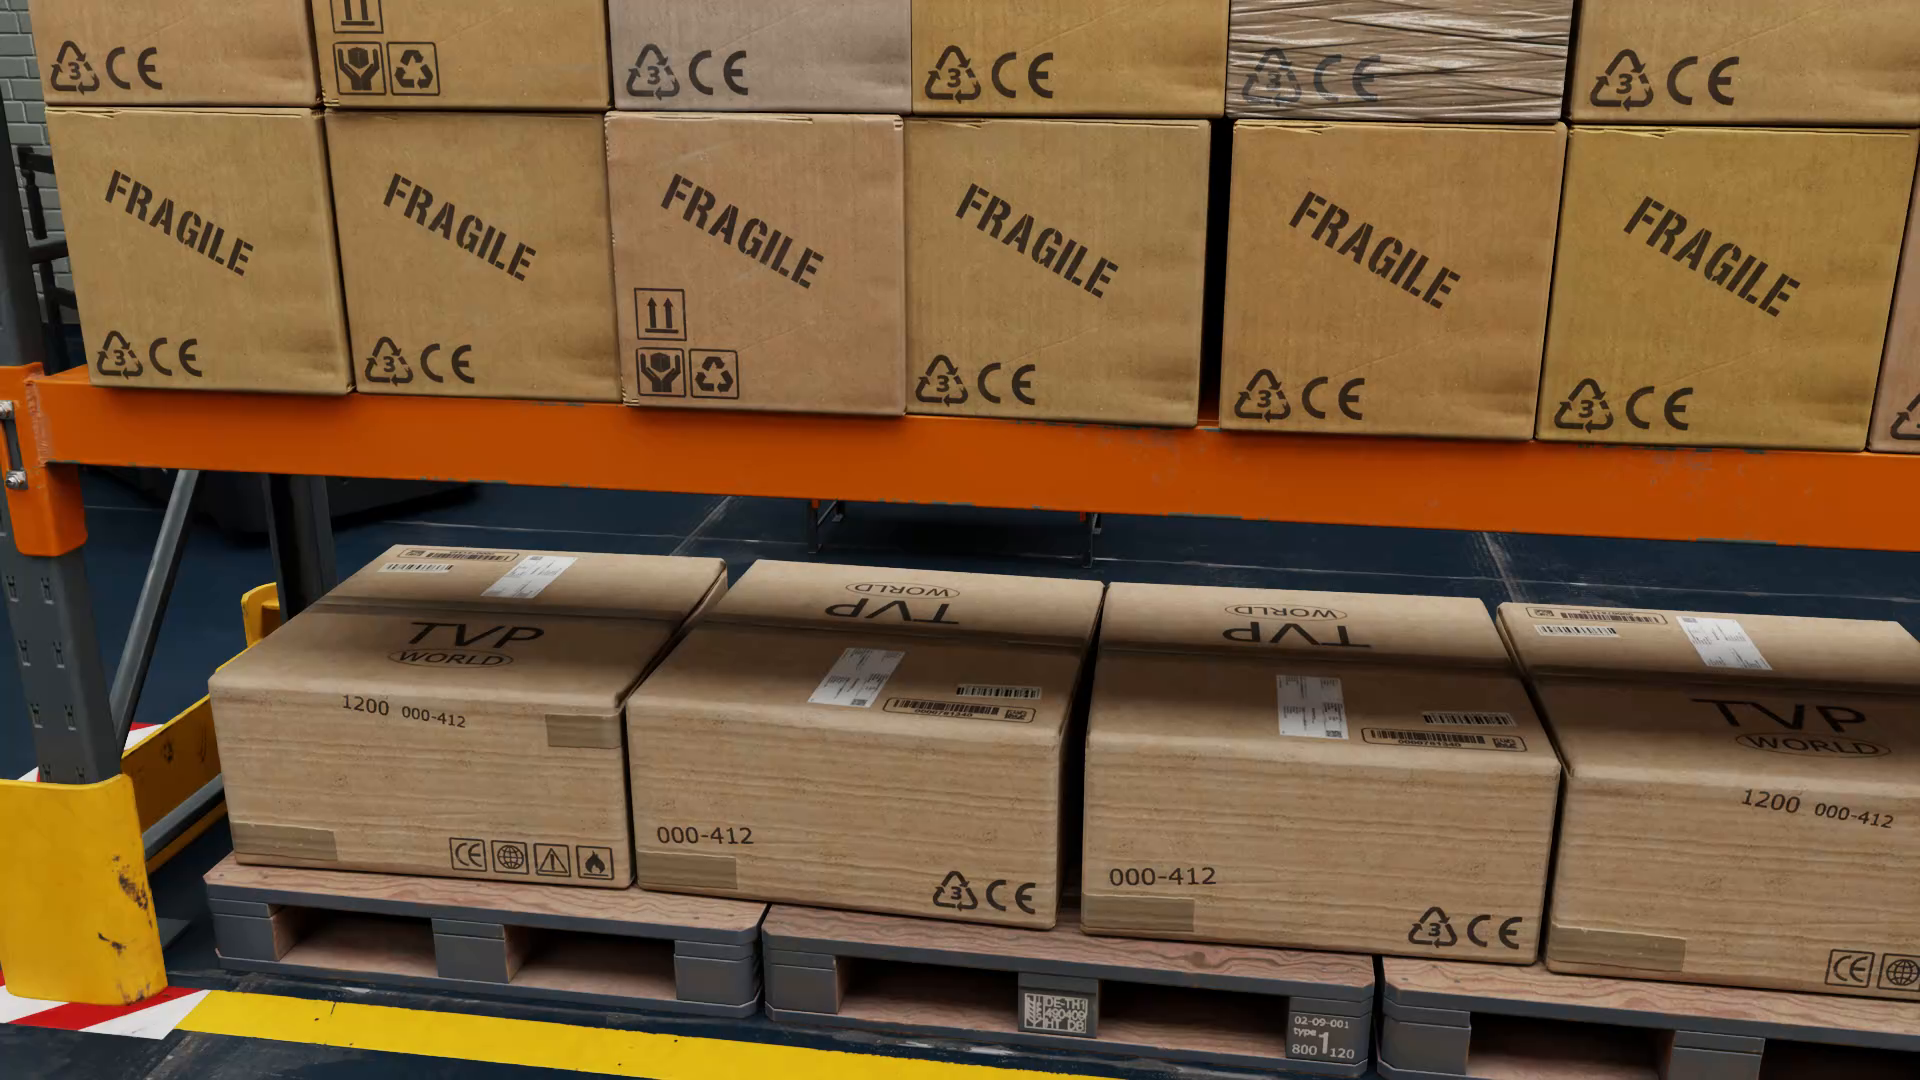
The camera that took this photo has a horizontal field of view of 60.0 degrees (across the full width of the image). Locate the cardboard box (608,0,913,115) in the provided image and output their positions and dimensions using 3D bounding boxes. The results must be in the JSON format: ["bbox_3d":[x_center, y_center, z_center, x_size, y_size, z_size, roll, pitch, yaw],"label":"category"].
[{"bbox_3d":[-0.285,-1.009,2.858,0.500,0.500,0.500,3,19,8],"label":"cardboard box"}]

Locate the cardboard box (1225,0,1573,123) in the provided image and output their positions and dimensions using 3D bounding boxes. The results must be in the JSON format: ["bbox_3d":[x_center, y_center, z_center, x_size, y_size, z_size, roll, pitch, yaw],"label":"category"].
[{"bbox_3d":[0.701,-0.956,2.700,0.500,0.500,0.500,3,19,9],"label":"cardboard box"}]

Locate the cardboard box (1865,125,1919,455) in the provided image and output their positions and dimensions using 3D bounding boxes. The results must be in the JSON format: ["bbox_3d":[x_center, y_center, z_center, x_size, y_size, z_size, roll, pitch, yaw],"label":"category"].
[{"bbox_3d":[1.716,-0.437,2.725,0.500,0.500,0.500,3,19,9],"label":"cardboard box"}]

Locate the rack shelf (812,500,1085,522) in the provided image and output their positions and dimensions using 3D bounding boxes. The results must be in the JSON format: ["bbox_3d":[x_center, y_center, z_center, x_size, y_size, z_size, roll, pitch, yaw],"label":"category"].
[{"bbox_3d":[-0.007,-0.302,6.203,1.000,0.278,0.538,3,19,9],"label":"rack shelf"}]

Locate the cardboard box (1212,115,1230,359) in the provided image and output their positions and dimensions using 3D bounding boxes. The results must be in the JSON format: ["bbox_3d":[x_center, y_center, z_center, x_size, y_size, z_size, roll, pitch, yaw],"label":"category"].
[{"bbox_3d":[0.298,-0.679,3.449,0.500,0.500,0.500,3,19,10],"label":"cardboard box"}]

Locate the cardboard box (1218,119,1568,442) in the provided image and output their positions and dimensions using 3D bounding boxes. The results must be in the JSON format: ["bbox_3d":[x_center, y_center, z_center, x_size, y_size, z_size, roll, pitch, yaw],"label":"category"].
[{"bbox_3d":[0.709,-0.482,2.859,0.500,0.500,0.500,3,19,8],"label":"cardboard box"}]

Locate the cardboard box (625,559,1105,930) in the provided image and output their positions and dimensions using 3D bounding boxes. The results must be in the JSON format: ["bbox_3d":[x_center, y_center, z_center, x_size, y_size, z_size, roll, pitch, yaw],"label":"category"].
[{"bbox_3d":[-0.162,0.413,3.717,0.875,0.438,0.875,3,19,10],"label":"cardboard box"}]

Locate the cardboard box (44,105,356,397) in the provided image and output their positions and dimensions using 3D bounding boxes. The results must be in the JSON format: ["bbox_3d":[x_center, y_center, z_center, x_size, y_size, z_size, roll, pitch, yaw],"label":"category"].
[{"bbox_3d":[-1.306,-0.581,3.156,0.500,0.500,0.500,3,19,8],"label":"cardboard box"}]

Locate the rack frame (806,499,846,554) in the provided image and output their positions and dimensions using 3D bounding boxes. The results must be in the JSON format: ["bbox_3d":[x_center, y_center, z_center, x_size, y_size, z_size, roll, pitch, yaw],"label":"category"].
[{"bbox_3d":[-0.509,-0.559,6.202,0.032,1.125,0.500,3,19,9],"label":"rack frame"}]

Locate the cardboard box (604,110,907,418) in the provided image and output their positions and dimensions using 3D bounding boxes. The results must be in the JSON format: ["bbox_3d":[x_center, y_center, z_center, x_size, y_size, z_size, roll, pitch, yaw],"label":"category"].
[{"bbox_3d":[-0.303,-0.533,3.012,0.500,0.500,0.500,3,19,8],"label":"cardboard box"}]

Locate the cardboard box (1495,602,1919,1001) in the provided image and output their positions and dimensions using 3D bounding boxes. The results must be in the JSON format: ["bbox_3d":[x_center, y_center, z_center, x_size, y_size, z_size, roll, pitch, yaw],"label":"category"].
[{"bbox_3d":[1.612,0.504,3.446,0.875,0.438,0.875,3,19,8],"label":"cardboard box"}]

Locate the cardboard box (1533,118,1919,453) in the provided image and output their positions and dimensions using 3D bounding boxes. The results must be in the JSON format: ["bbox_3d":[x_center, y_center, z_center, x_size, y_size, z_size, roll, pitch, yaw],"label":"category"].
[{"bbox_3d":[1.207,-0.462,2.798,0.500,0.500,0.500,2,19,7],"label":"cardboard box"}]

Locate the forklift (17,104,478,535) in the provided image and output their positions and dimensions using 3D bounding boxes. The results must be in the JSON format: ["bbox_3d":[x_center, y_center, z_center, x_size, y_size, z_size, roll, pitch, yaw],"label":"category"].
[{"bbox_3d":[-3.339,-1.785,7.019,3.031,2.935,1.130,17,25,41],"label":"forklift"}]

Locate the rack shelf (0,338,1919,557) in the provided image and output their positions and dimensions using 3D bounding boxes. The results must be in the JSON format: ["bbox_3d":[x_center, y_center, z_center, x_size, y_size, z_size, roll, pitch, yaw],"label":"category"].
[{"bbox_3d":[0.240,-0.206,3.326,4.000,0.370,1.077,3,19,9],"label":"rack shelf"}]

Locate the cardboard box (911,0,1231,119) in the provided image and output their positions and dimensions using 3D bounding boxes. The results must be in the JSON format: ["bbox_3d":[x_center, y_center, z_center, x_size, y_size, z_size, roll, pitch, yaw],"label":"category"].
[{"bbox_3d":[0.208,-0.984,2.784,0.500,0.500,0.500,3,19,9],"label":"cardboard box"}]

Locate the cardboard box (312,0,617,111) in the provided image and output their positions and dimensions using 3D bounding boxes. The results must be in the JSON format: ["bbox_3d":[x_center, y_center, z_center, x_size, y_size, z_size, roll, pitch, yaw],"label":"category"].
[{"bbox_3d":[-0.795,-1.032,2.928,0.500,0.500,0.500,2,19,7],"label":"cardboard box"}]

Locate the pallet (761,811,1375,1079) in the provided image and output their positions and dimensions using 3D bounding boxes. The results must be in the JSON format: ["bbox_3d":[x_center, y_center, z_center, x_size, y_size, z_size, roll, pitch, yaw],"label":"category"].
[{"bbox_3d":[0.268,0.752,3.722,1.213,0.211,1.003,3,19,9],"label":"pallet"}]

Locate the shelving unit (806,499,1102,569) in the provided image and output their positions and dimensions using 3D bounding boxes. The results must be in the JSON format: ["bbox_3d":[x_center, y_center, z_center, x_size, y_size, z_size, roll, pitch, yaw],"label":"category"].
[{"bbox_3d":[-0.007,-0.534,6.126,1.048,1.125,0.538,3,19,9],"label":"shelving unit"}]

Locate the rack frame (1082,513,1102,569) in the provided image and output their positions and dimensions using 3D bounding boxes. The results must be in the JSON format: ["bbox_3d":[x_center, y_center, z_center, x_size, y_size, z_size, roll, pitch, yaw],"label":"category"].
[{"bbox_3d":[0.495,-0.508,6.049,0.032,1.125,0.500,3,19,9],"label":"rack frame"}]

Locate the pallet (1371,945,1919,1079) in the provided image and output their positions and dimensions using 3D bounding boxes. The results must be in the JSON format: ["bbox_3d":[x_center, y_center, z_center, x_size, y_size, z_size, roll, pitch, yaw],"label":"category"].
[{"bbox_3d":[1.476,0.813,3.541,1.213,0.211,1.003,3,19,9],"label":"pallet"}]

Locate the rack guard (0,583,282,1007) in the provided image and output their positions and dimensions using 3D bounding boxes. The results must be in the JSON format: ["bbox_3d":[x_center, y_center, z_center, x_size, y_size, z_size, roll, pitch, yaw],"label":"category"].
[{"bbox_3d":[-1.758,0.536,3.913,0.348,0.500,1.175,3,19,9],"label":"rack guard"}]

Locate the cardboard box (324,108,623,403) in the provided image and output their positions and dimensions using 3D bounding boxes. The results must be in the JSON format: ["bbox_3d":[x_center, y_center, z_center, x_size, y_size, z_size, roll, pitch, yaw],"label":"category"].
[{"bbox_3d":[-0.802,-0.565,3.106,0.500,0.500,0.500,3,19,8],"label":"cardboard box"}]

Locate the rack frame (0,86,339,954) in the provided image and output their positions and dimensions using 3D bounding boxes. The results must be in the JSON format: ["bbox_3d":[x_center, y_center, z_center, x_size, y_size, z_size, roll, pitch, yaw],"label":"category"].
[{"bbox_3d":[-1.735,-0.648,3.512,0.127,3.000,1.000,3,19,9],"label":"rack frame"}]

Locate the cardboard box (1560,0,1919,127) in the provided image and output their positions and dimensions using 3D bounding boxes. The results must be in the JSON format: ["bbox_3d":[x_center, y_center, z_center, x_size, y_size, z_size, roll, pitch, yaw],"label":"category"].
[{"bbox_3d":[1.205,-0.934,2.633,0.500,0.500,0.500,3,19,8],"label":"cardboard box"}]

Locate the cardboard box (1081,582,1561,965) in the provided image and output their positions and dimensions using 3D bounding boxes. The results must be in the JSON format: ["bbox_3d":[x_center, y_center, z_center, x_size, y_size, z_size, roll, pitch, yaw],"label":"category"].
[{"bbox_3d":[0.728,0.459,3.580,0.875,0.438,0.875,2,19,7],"label":"cardboard box"}]

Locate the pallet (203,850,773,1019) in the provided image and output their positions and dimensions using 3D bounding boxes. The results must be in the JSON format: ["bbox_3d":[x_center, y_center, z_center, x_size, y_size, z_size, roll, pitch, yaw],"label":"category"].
[{"bbox_3d":[-0.933,0.690,3.908,1.213,0.211,1.003,3,19,9],"label":"pallet"}]

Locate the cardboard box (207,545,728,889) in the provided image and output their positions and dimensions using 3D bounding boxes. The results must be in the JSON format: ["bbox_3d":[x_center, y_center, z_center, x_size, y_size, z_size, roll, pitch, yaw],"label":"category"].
[{"bbox_3d":[-1.067,0.370,3.847,0.875,0.438,0.875,2,19,7],"label":"cardboard box"}]

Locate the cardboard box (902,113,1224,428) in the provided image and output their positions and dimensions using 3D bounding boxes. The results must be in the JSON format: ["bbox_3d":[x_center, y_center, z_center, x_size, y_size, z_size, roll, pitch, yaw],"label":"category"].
[{"bbox_3d":[0.194,-0.513,2.952,0.500,0.500,0.500,4,19,10],"label":"cardboard box"}]

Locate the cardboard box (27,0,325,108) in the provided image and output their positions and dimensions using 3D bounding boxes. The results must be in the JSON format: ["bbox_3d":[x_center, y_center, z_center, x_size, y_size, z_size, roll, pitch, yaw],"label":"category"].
[{"bbox_3d":[-1.306,-1.056,2.999,0.500,0.500,0.500,3,19,7],"label":"cardboard box"}]
